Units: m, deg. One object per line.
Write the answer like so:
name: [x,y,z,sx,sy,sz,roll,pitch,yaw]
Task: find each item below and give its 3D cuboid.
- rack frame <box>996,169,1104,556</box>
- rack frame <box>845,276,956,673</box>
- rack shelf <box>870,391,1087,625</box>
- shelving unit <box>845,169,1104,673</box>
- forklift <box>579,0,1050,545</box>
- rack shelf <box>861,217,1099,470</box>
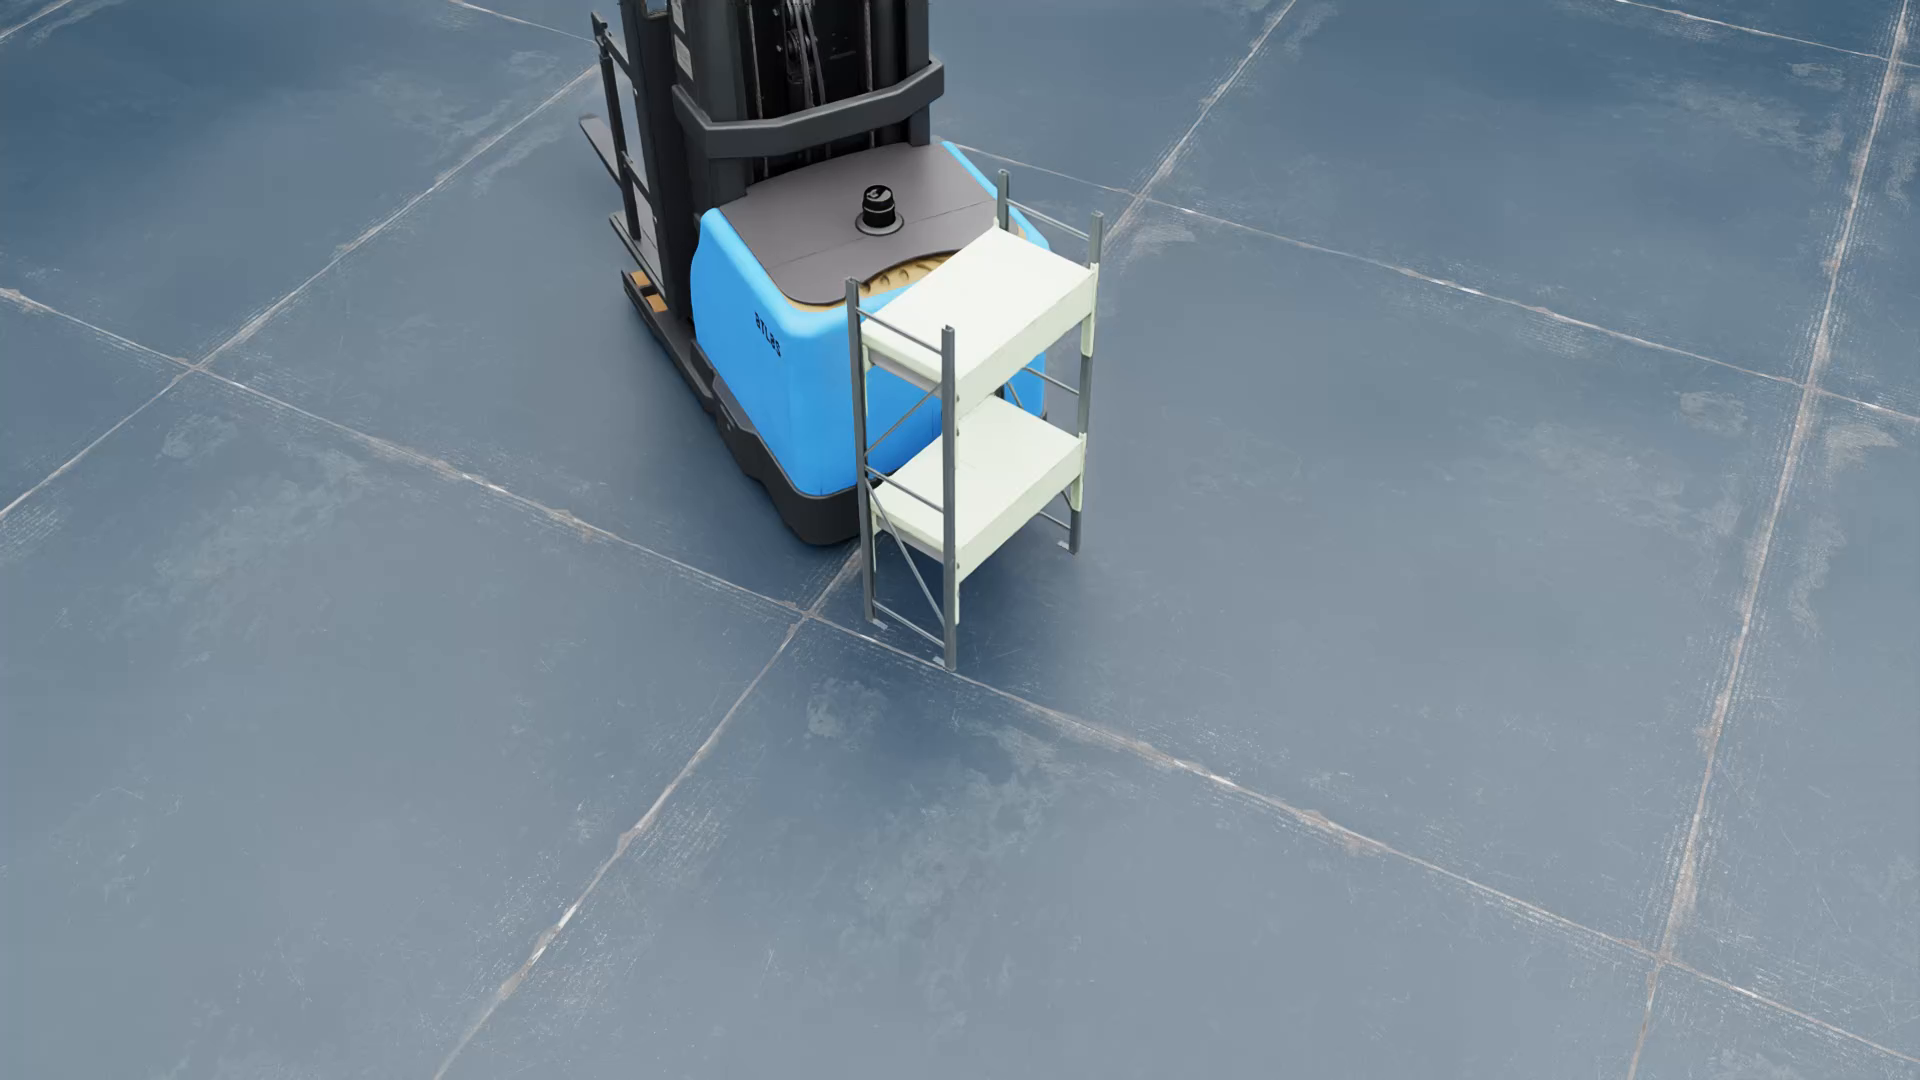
rack frame: [0.283,-0.564,5.753,0.400,1.500,0.023,30,52,26]
rack frame: [-0.176,-0.158,5.352,0.400,1.500,0.023,30,52,26]
rack shelf: [0.053,-0.132,5.784,0.431,0.370,0.720,30,52,26]
shelving unit: [0.053,-0.361,5.552,0.431,1.500,0.755,30,52,26]
forklift: [-0.807,-2.058,6.224,1.130,2.935,3.031,-21,49,-19]
rack shelf: [0.053,-0.635,5.275,0.431,0.370,0.720,30,52,26]
